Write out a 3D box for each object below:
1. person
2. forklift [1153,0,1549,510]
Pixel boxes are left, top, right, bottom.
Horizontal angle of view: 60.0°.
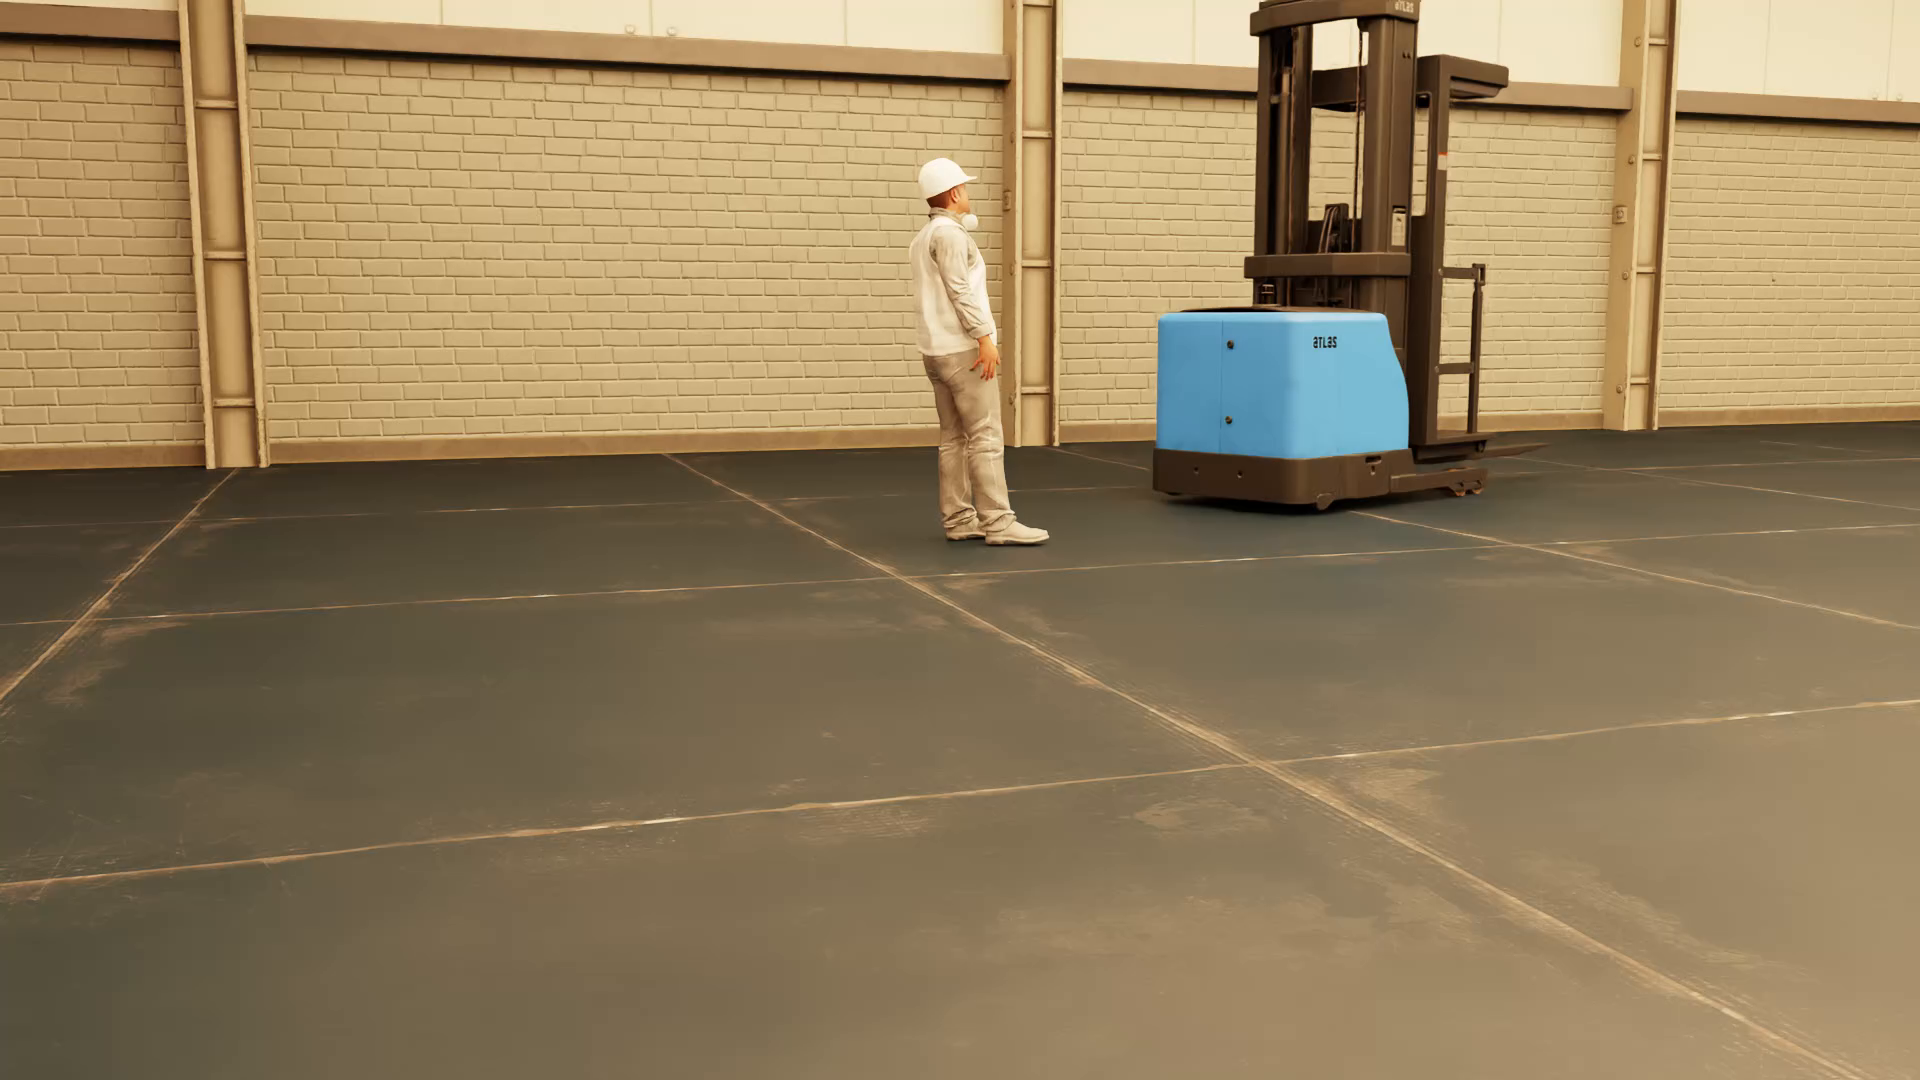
[{"bbox_3d":[0.062,-0.888,7.816,0.566,1.775,0.633,-3,8,-18],"label":"person"},{"bbox_3d":[2.521,-1.753,9.940,3.031,2.935,1.130,-7,11,-42],"label":"forklift"}]
